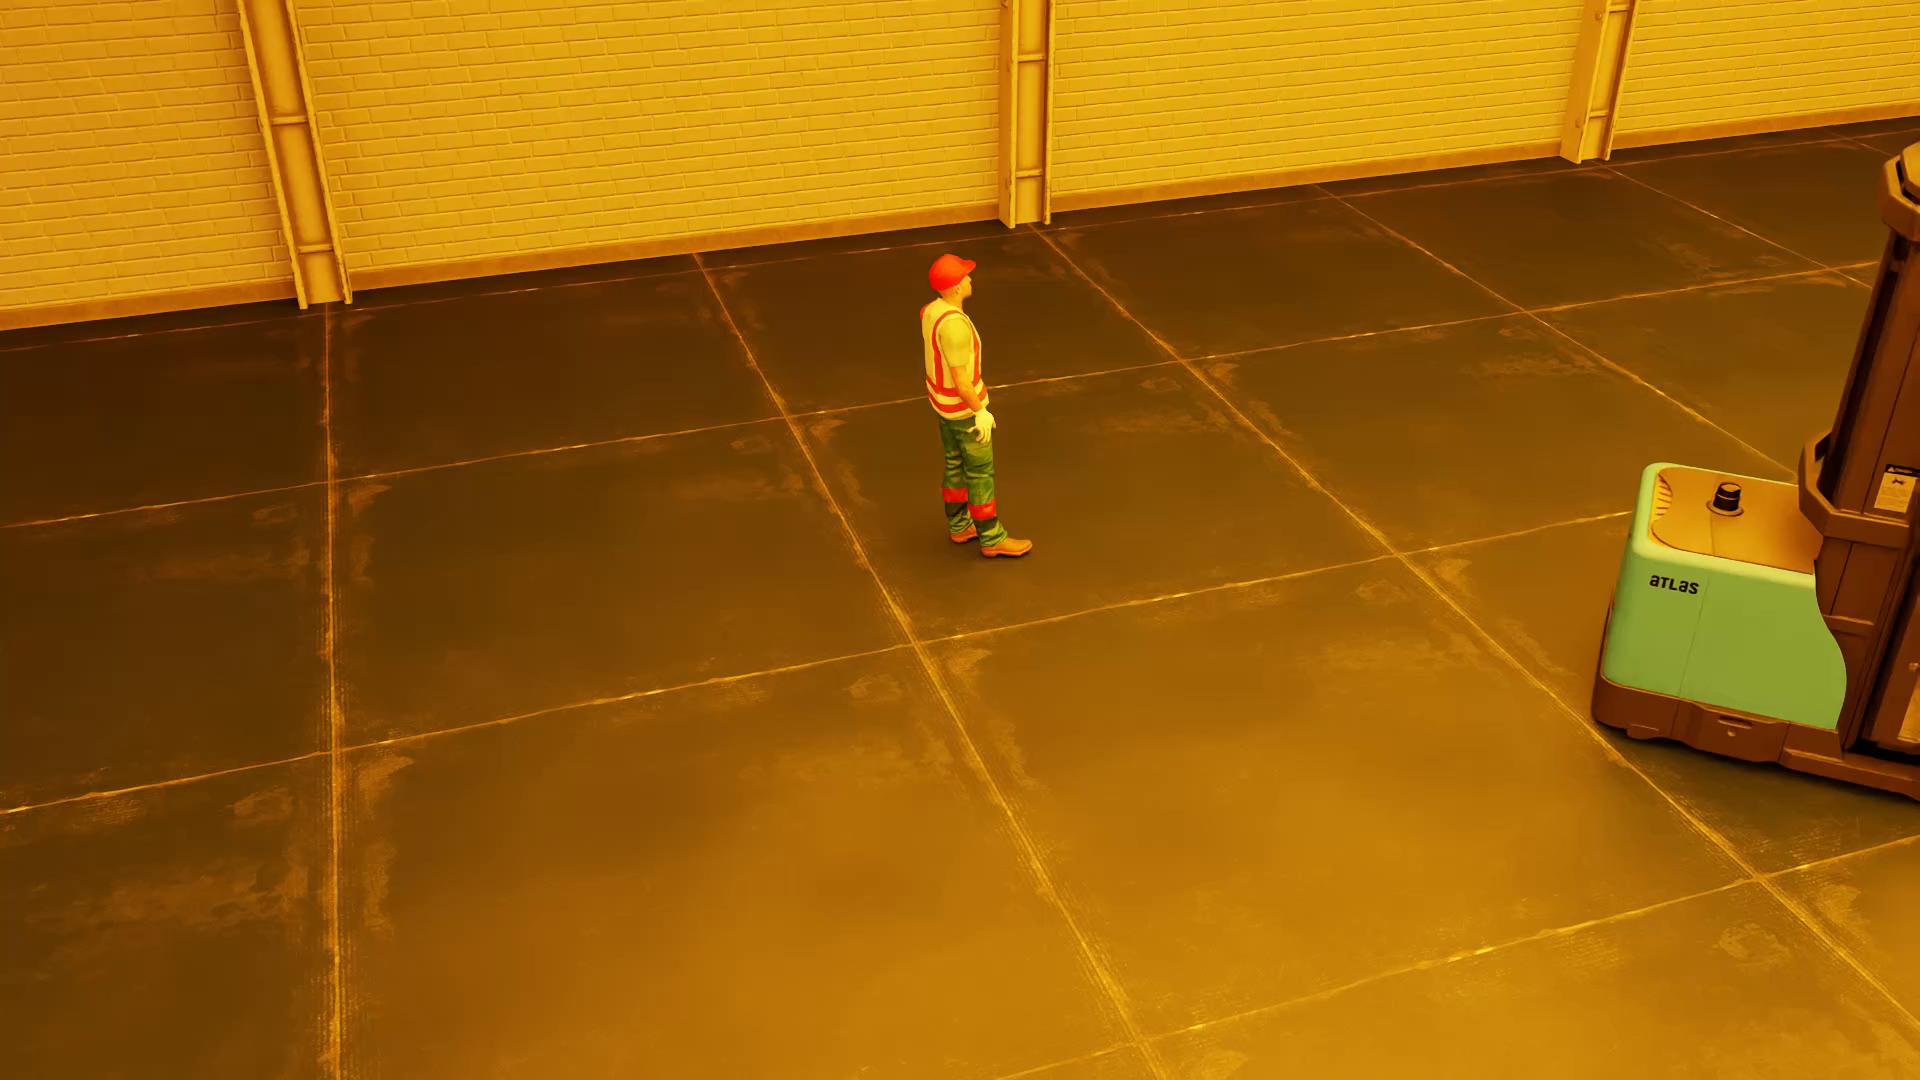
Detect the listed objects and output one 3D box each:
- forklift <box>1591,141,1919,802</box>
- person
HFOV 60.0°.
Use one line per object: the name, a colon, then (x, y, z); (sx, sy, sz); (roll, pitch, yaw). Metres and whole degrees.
forklift: (4.741, -0.248, 7.518); (3.031, 2.935, 1.130); (12, 32, 20)
person: (0.081, -0.789, 9.588); (0.562, 1.790, 0.637); (-10, 31, -16)
